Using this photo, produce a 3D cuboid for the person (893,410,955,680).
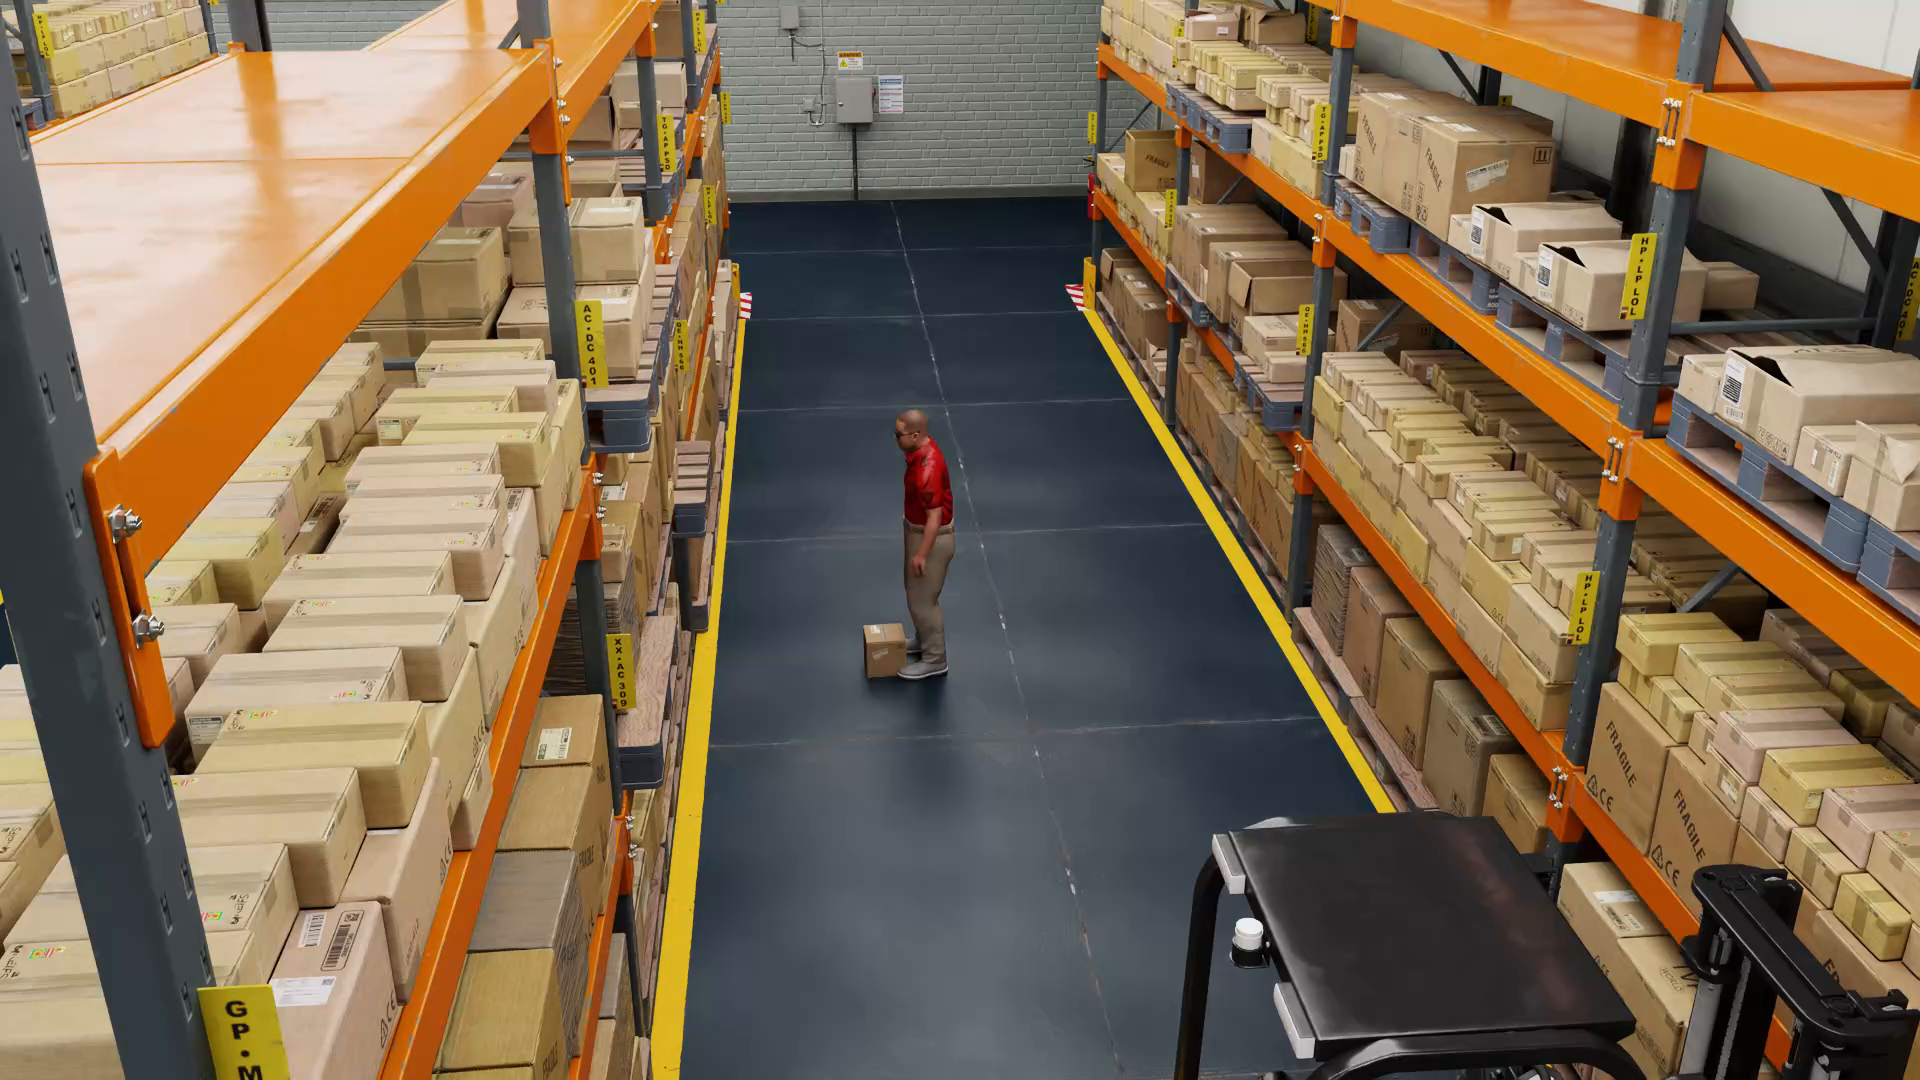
[{"bbox_3d":[-0.230,0.008,10.323,0.392,1.727,0.585,-2,24,-5],"label":"person"}]
